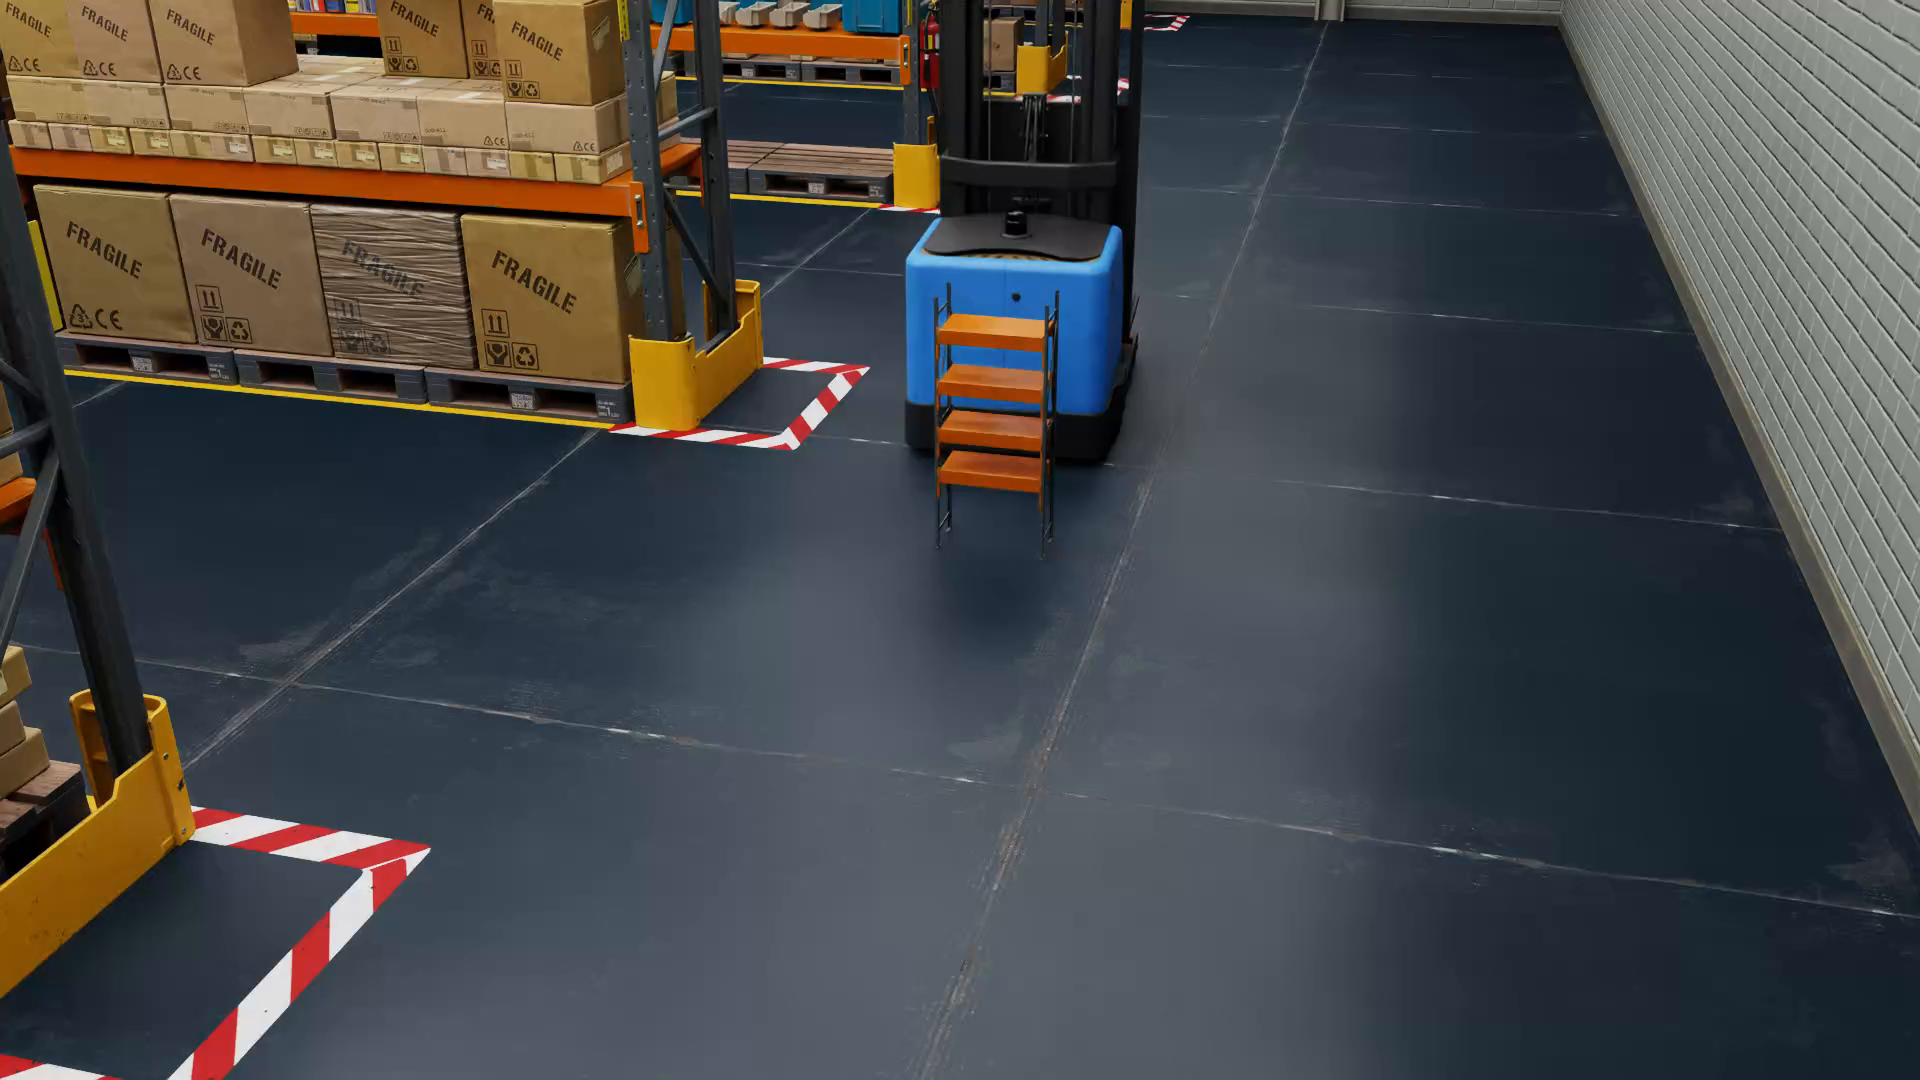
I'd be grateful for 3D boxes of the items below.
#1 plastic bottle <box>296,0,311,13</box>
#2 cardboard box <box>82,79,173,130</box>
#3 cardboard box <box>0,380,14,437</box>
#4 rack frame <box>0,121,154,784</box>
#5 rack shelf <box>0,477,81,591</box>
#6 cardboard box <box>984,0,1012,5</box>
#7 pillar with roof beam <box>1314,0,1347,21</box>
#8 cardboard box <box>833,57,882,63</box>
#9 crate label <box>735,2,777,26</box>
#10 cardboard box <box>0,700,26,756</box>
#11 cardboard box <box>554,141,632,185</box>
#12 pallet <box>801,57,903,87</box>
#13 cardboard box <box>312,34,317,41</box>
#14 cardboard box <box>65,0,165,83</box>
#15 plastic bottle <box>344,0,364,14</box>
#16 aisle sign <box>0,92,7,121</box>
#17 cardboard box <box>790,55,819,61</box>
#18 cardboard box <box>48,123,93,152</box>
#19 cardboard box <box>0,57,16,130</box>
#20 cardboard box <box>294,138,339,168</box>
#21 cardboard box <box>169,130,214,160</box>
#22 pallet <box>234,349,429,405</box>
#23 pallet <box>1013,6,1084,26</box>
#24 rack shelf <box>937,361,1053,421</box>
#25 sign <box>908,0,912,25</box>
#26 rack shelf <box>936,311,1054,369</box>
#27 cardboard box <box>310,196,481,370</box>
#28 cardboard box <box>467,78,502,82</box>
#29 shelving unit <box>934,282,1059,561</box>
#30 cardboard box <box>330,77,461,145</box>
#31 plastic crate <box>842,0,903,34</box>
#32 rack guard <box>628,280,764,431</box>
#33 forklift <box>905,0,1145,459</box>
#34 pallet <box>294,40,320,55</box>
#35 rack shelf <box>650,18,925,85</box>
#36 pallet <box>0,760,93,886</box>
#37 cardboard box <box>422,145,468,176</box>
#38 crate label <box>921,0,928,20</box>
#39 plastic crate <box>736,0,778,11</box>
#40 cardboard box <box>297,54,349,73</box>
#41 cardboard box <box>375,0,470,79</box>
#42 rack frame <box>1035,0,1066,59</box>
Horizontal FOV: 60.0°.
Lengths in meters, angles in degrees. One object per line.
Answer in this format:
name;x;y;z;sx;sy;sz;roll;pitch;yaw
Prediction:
plastic bottle;-5.570;-4.648;14.167;0.135;0.276;0.152;6;26;13
cardboard box;-4.499;-2.479;9.295;0.500;0.250;0.500;6;26;13
cardboard box;-3.194;-0.487;4.821;0.500;0.500;0.500;8;26;15
rack frame;-2.828;-0.144;4.564;0.127;3.000;1.000;6;26;13
rack shelf;-4.765;-0.034;5.168;4.000;0.370;1.077;6;26;13
cardboard box;0.531;-7.586;22.615;0.500;0.500;0.700;5;26;11
pillar with roof beam;3.964;-9.373;16.968;0.400;9.000;9.100;6;26;13
cardboard box;-1.077;-5.623;18.464;0.637;0.503;0.797;6;26;13
crate label;-1.649;-4.237;13.397;0.243;0.136;0.396;6;26;13
cardboard box;-3.271;0.656;5.365;0.250;0.149;0.380;7;26;15
cardboard box;-1.922;-1.986;8.725;0.250;0.149;0.380;7;26;14
pallet;-1.048;-5.288;18.611;1.213;0.211;1.003;6;26;13
cardboard box;-7.342;-6.082;19.745;0.500;0.250;0.500;7;26;14
cardboard box;-4.494;-2.818;9.136;0.500;0.500;0.500;6;26;13
plastic bottle;-5.107;-4.629;14.040;0.185;0.351;0.144;6;26;13
aisle sign;-2.683;-1.435;4.251;0.004;0.787;0.394;6;26;13
cardboard box;-1.705;-5.446;18.485;0.250;0.166;0.380;6;26;13
cardboard box;-4.911;-2.315;9.416;0.250;0.149;0.380;5;26;11
cardboard box;-5.890;-2.608;9.623;0.500;0.500;0.500;6;26;13
cardboard box;-3.402;-2.150;9.069;0.250;0.149;0.380;7;26;14
cardboard box;-4.153;-2.232;9.242;0.250;0.149;0.380;6;26;12
pallet;-3.467;-1.124;9.865;1.213;0.211;1.003;6;26;13
pallet;1.412;-7.179;22.584;1.213;0.211;1.003;6;26;13
rack shelf;0.160;-0.665;7.388;0.480;0.148;0.258;6;26;13
sign;-0.383;-4.103;12.690;0.005;0.325;0.100;6;26;13
rack shelf;0.160;-0.879;7.286;0.480;0.148;0.258;6;26;13
cardboard box;-3.016;-1.561;9.524;0.875;0.875;0.875;6;26;13
cardboard box;-2.398;-2.482;9.302;0.500;0.250;0.500;6;26;12
shelving unit;0.160;-0.524;7.455;0.503;1.200;0.258;6;26;13
cardboard box;-3.014;-2.315;8.952;0.500;0.250;0.500;5;26;11
plastic crate;-0.632;-4.262;13.101;0.499;0.435;0.616;6;26;13
rack guard;-1.472;-1.067;9.410;0.348;0.500;1.175;6;26;13
forklift;0.472;-2.341;9.257;1.130;2.935;3.031;4;26;9
pallet;-7.559;-6.024;20.158;1.213;0.211;1.003;6;26;13
rack shelf;-2.198;-4.150;13.814;4.000;0.370;1.077;6;26;13
pallet;-3.680;1.005;5.394;1.213;0.211;1.003;6;26;13
cardboard box;-2.659;-2.068;8.896;0.250;0.149;0.380;7;26;14
crate label;-0.418;-4.376;13.576;0.303;0.233;0.416;6;26;13
plastic crate;-1.694;-4.517;13.872;0.300;0.233;0.416;6;26;13
cardboard box;-3.880;-2.646;9.648;0.500;0.250;0.500;7;26;14
cardboard box;-2.880;-2.874;9.253;0.500;0.500;0.500;6;26;12
rack frame;0.976;-6.322;17.540;0.127;3.000;1.000;6;26;13
